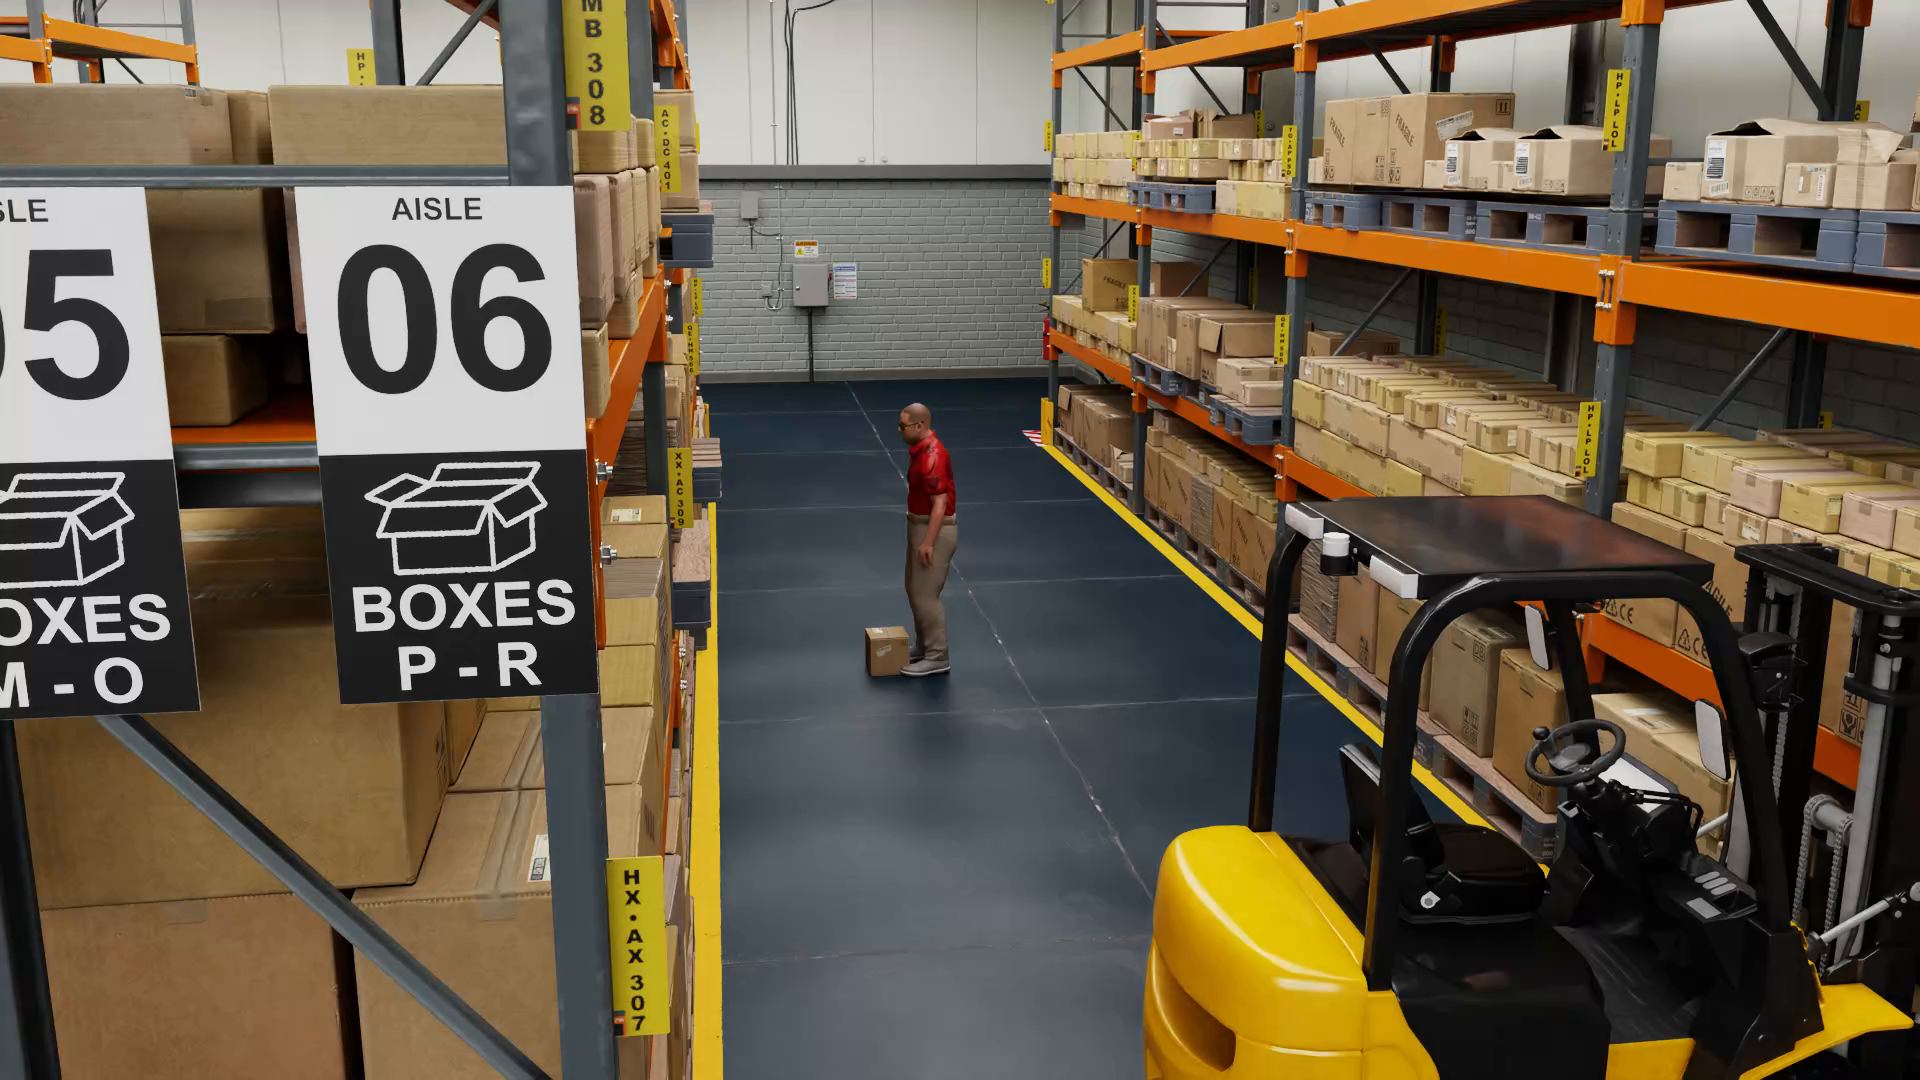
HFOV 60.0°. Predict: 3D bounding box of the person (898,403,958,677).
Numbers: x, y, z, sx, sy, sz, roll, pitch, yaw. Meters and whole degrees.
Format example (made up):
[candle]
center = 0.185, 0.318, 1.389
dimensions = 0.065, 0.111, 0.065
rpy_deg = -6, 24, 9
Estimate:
[person]
center = -0.220, -0.018, 10.591
dimensions = 0.396, 1.726, 0.585
rpy_deg = -2, 13, -8
